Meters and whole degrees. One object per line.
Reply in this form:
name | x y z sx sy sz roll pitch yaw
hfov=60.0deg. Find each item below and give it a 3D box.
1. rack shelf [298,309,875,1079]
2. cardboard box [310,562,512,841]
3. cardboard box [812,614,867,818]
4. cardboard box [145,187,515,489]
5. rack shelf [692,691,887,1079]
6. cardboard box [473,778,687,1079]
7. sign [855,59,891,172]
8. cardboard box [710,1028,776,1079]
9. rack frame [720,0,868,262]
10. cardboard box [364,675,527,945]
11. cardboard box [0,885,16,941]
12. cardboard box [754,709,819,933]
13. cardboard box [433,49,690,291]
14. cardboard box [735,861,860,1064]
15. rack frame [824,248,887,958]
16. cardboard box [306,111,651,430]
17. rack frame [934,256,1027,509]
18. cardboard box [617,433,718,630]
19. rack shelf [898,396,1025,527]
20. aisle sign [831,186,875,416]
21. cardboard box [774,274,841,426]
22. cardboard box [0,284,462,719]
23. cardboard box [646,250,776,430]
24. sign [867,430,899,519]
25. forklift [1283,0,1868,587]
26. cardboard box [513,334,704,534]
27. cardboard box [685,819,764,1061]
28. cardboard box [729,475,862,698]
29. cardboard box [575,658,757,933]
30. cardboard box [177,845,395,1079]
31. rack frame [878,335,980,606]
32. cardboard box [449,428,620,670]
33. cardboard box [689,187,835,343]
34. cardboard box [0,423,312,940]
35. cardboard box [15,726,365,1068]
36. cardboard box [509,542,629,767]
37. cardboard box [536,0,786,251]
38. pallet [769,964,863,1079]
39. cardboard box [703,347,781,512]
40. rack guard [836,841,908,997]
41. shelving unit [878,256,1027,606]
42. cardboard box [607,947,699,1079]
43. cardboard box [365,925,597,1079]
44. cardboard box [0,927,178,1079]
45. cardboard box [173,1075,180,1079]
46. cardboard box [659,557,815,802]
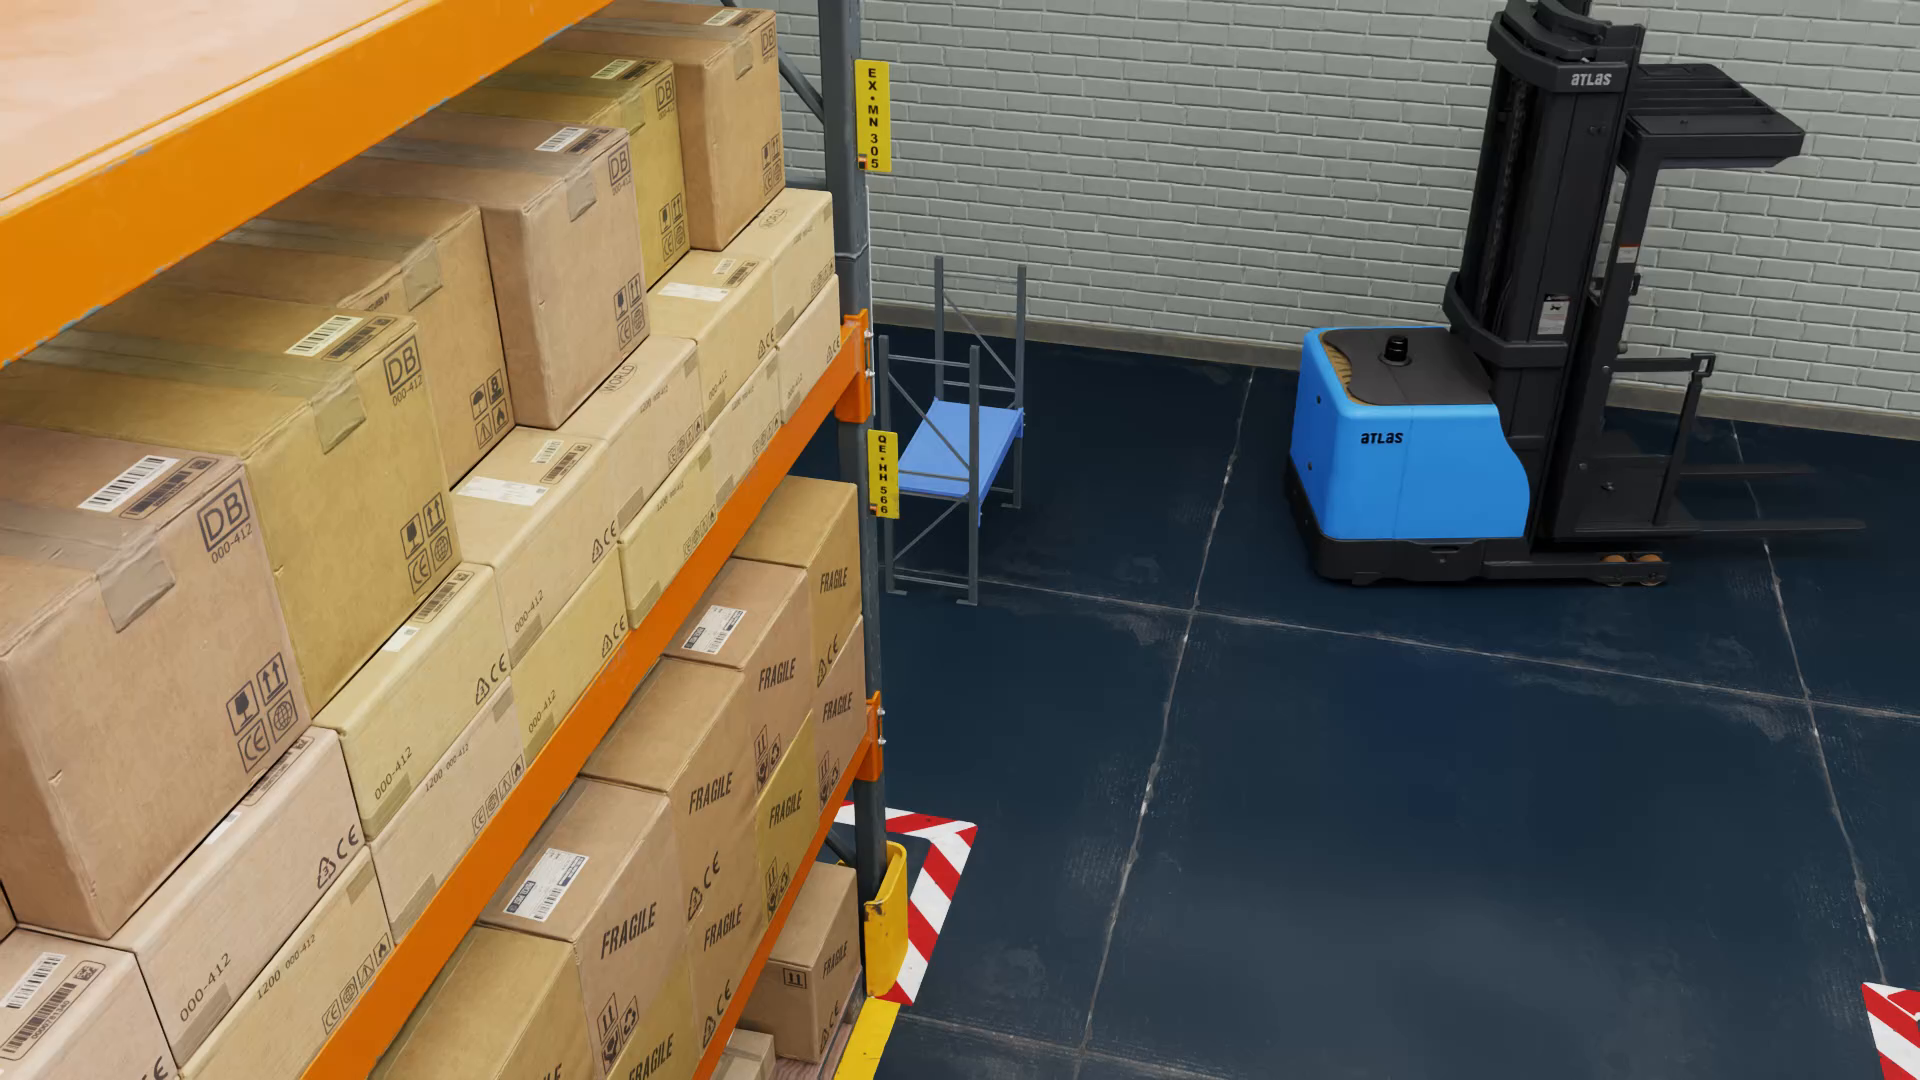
rack shelf | -1.292 0.397 3.774 1.077 0.370 4.000 8 33 12
cardboard box | -1.172 0.247 3.013 0.500 0.250 0.500 8 33 12
cardboard box | -0.634 0.548 5.568 0.500 0.500 0.500 9 34 14
cardboard box | -1.348 -0.371 3.287 0.700 0.500 0.500 8 33 12
rack shelf | -1.292 1.663 4.579 1.077 0.370 4.000 8 33 12
cardboard box | -1.016 0.924 4.045 0.500 0.500 0.500 9 34 14
sign | -0.252 -1.232 4.841 0.100 0.325 0.005 8 33 12
cardboard box | -0.874 1.845 5.853 0.380 0.166 0.250 8 33 12
rack frame | -0.784 -2.211 4.409 1.000 3.000 0.127 8 33 12
cardboard box | -1.177 0.458 3.148 0.500 0.250 0.500 8 33 12
cardboard box | -1.713 0.409 2.059 0.700 0.500 0.500 8 33 12
cardboard box | -0.763 0.818 5.144 0.500 0.500 0.500 8 33 13
cardboard box | -1.107 -0.892 4.106 0.700 0.500 0.500 8 33 12
cardboard box | -0.684 1.506 6.075 0.500 0.500 0.500 8 33 12
rack frame | -0.784 0.321 6.019 1.000 3.000 0.127 8 33 12
cardboard box | -1.131 -0.618 3.675 0.700 0.500 0.500 8 33 12
rack frame | 0.107 -0.852 9.263 0.500 1.500 0.032 8 33 12
cardboard box | -0.911 -0.060 3.962 0.500 0.250 0.500 8 33 12
rack shelf | -0.022 -0.437 8.944 0.538 0.185 1.000 8 33 12
aisle sign | -0.470 -0.770 5.311 0.394 0.787 0.004 8 33 12
cardboard box | -0.659 -0.579 4.778 0.500 0.250 0.500 8 33 12
cardboard box | -1.328 -0.091 2.846 0.700 0.500 0.500 8 33 12
cardboard box | -0.794 -0.532 4.238 0.500 0.250 0.500 8 33 12
sign | -0.252 -0.215 5.488 0.100 0.325 0.005 8 33 12
forklift | 3.405 -1.272 8.589 3.031 2.935 1.130 -1 32 -2
cardboard box | -0.925 -0.273 3.830 0.500 0.250 0.500 8 33 12
cardboard box | -0.894 1.076 4.738 0.500 0.500 0.500 8 33 13
cardboard box | -0.631 0.125 5.301 0.500 0.500 0.500 8 33 12
cardboard box | -0.885 0.657 4.465 0.500 0.500 0.500 9 34 14
cardboard box | -1.305 0.717 2.740 0.500 0.250 0.500 8 33 12
rack frame | -0.151 -0.325 8.433 0.500 1.500 0.032 8 33 12
cardboard box | -1.045 -0.012 3.421 0.500 0.250 0.500 8 33 12
cardboard box | -0.668 -0.791 4.646 0.500 0.250 0.500 8 33 12
cardboard box | -1.449 0.169 2.437 0.700 0.500 0.500 8 33 12
cardboard box | -1.310 0.505 2.607 0.500 0.250 0.500 8 33 12
cardboard box | -1.054 0.198 3.557 0.500 0.250 0.500 8 33 12
cardboard box | -0.899 -1.140 4.496 0.700 0.500 0.500 8 33 12
pallet | -1.005 1.951 6.054 1.003 0.211 1.213 8 33 12
cardboard box | -0.797 -0.321 4.372 0.500 0.250 0.500 8 33 12
rack guard | -0.803 1.416 6.627 1.175 0.500 0.348 8 33 12
shelving unit | -0.022 -0.589 8.848 0.538 1.500 1.048 8 33 12
cardboard box | -1.023 1.338 4.326 0.500 0.500 0.500 8 33 12
cardboard box | -1.146 1.192 3.624 0.500 0.500 0.500 7 33 11
cardboard box | -1.435 0.765 2.199 0.500 0.250 0.500 8 33 12
cardboard box | -1.436 0.976 2.333 0.500 0.250 0.500 8 33 12
cardboard box | -0.758 0.388 4.889 0.500 0.500 0.500 9 34 14
